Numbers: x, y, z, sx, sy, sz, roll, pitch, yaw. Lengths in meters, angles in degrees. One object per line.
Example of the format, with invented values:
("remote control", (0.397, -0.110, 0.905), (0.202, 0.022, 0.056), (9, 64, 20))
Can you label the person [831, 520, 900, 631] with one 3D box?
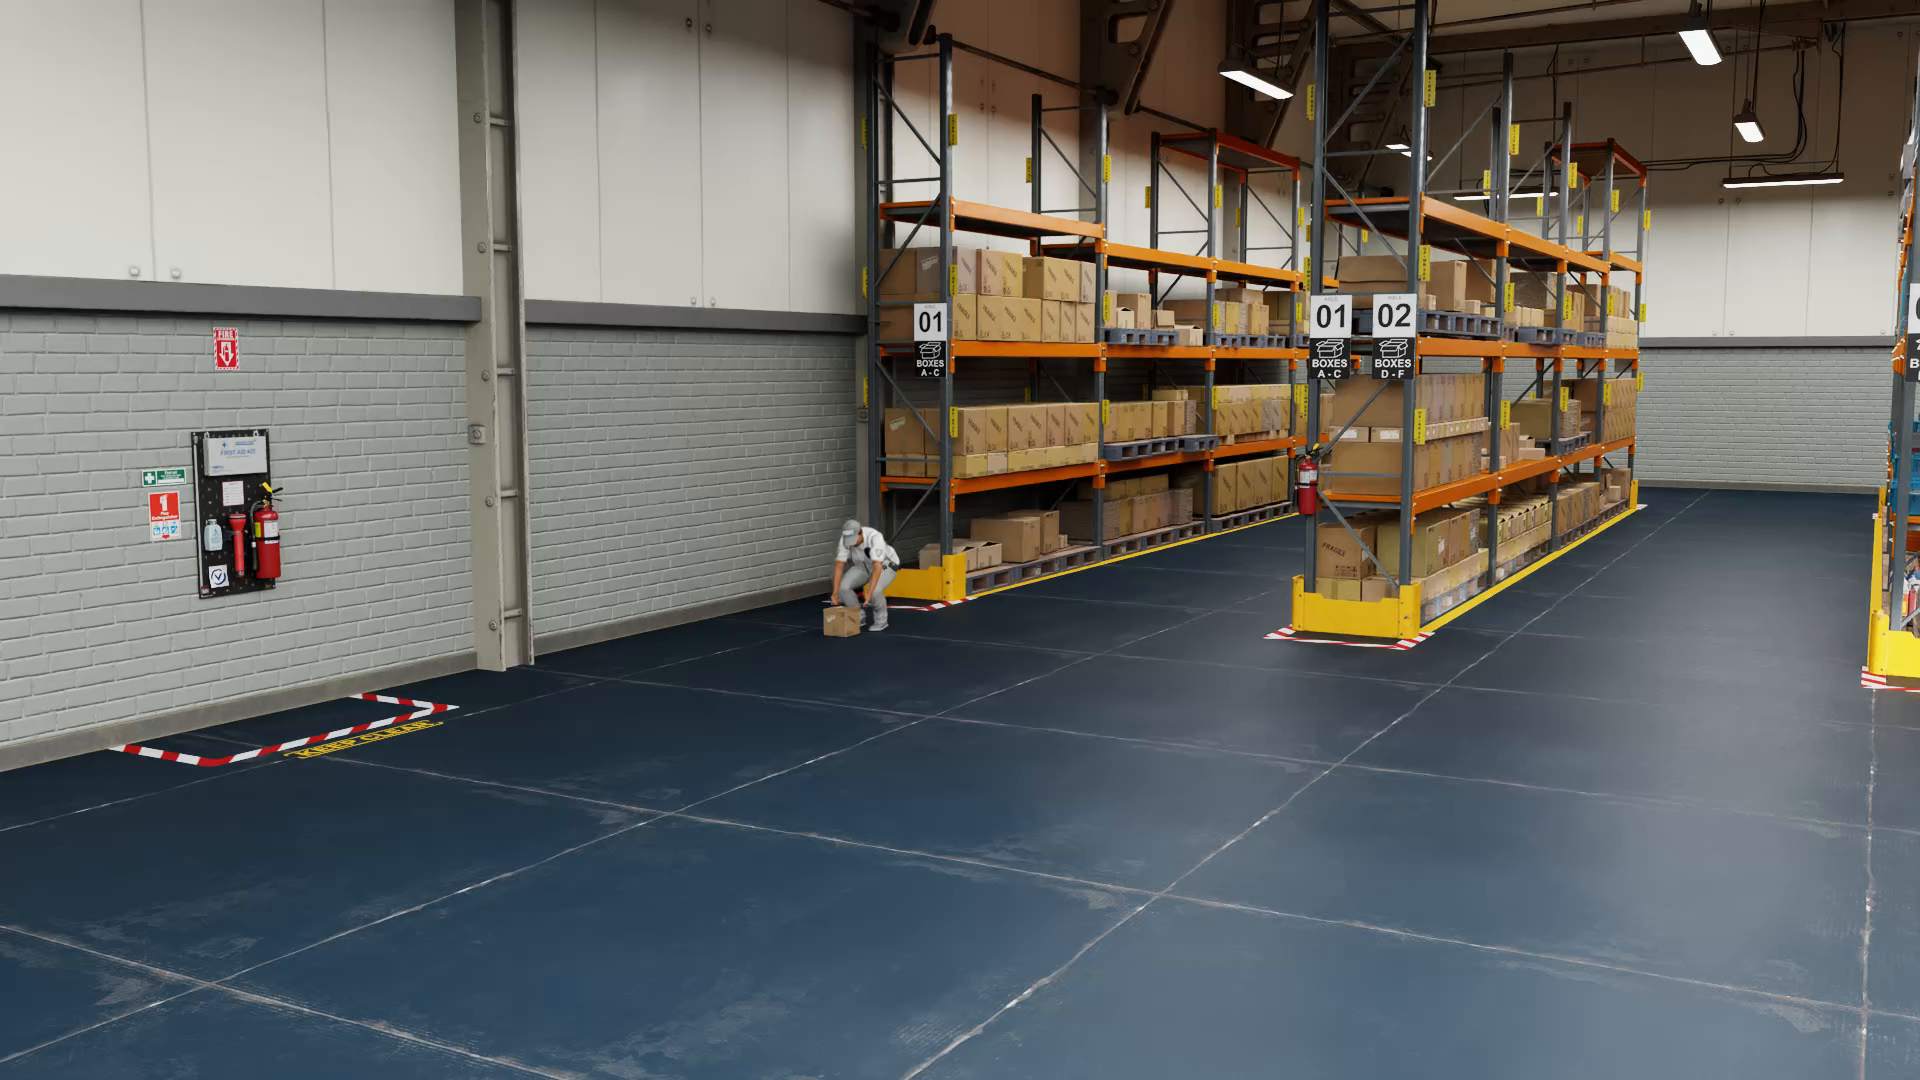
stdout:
("person", (-0.900, 0.325, 16.031), (0.530, 1.094, 0.833), (3, 7, 28))
